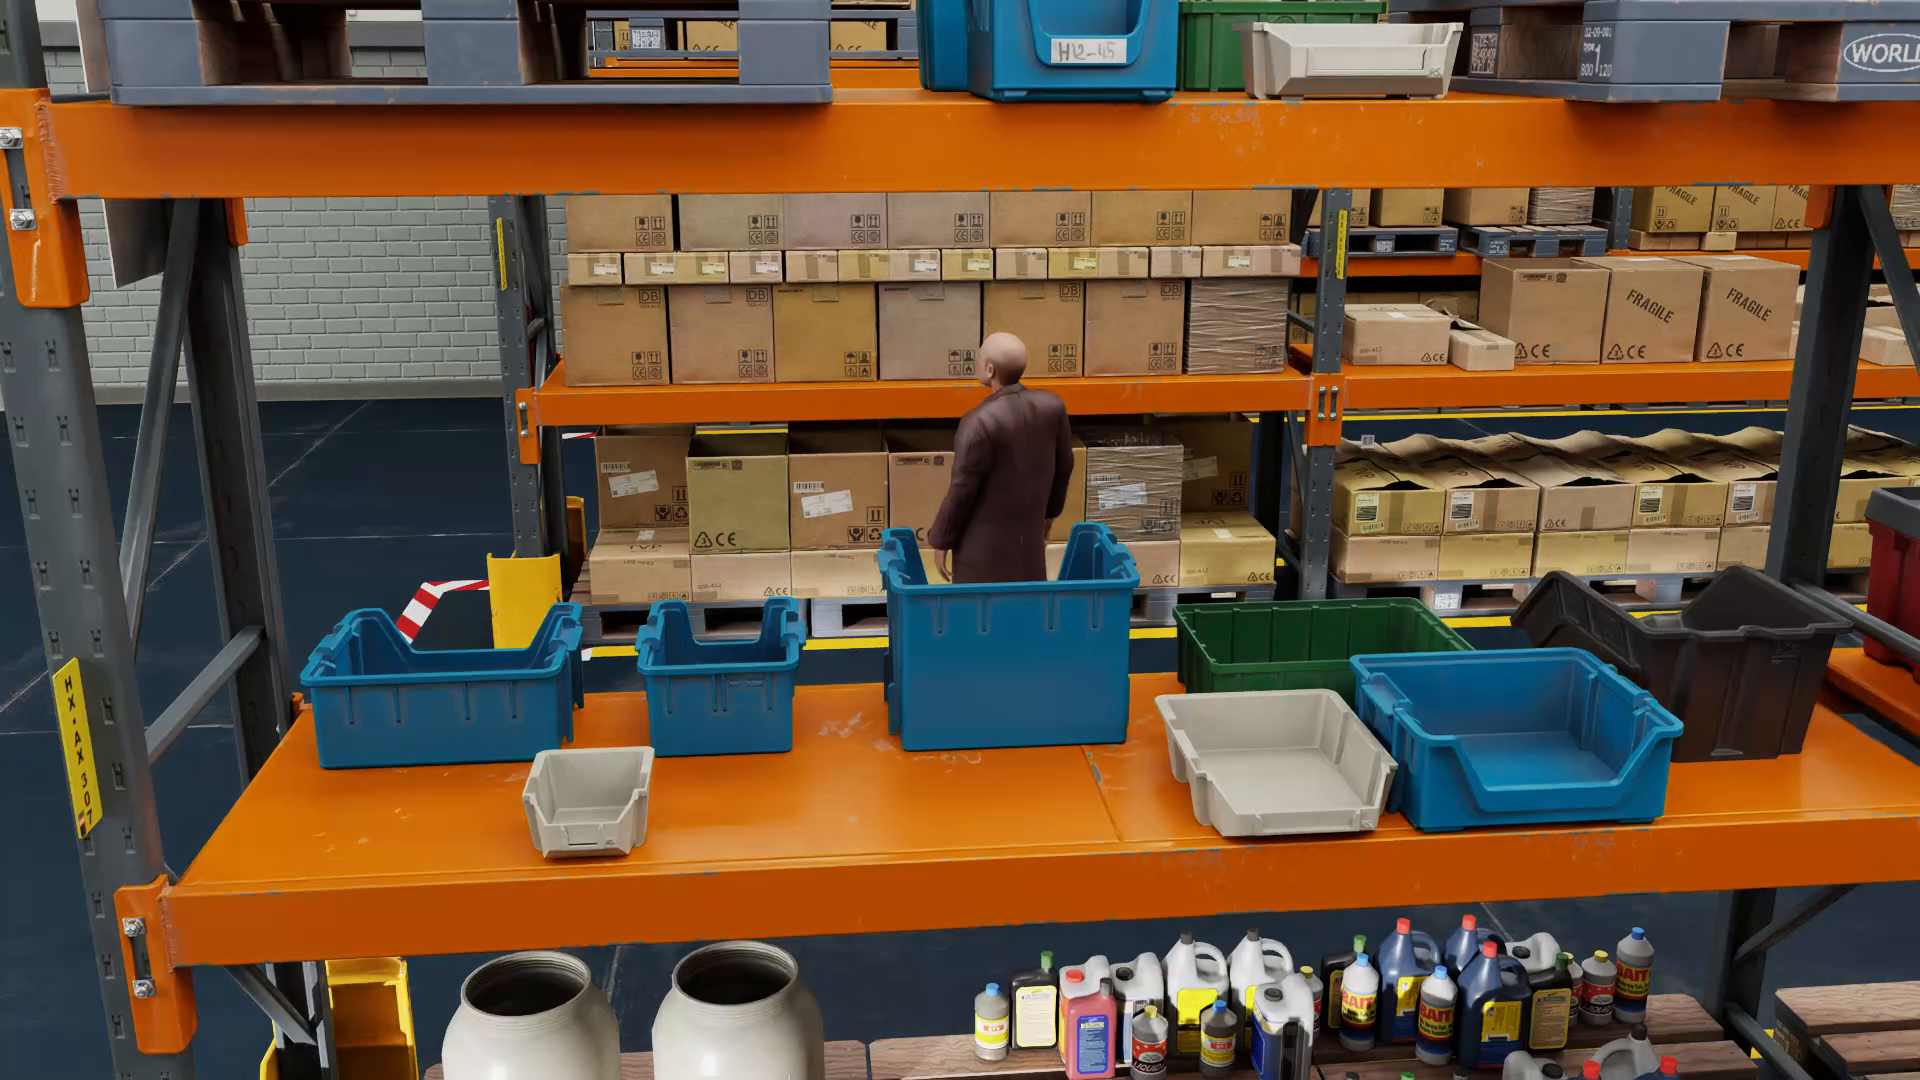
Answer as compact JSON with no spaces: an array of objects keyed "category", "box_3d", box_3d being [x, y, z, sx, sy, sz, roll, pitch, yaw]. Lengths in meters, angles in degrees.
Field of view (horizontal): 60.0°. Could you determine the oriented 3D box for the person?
[{"category":"person","box_3d":[0.113,-0.033,7.146,0.693,1.776,0.582,-12,20,-36]}]
